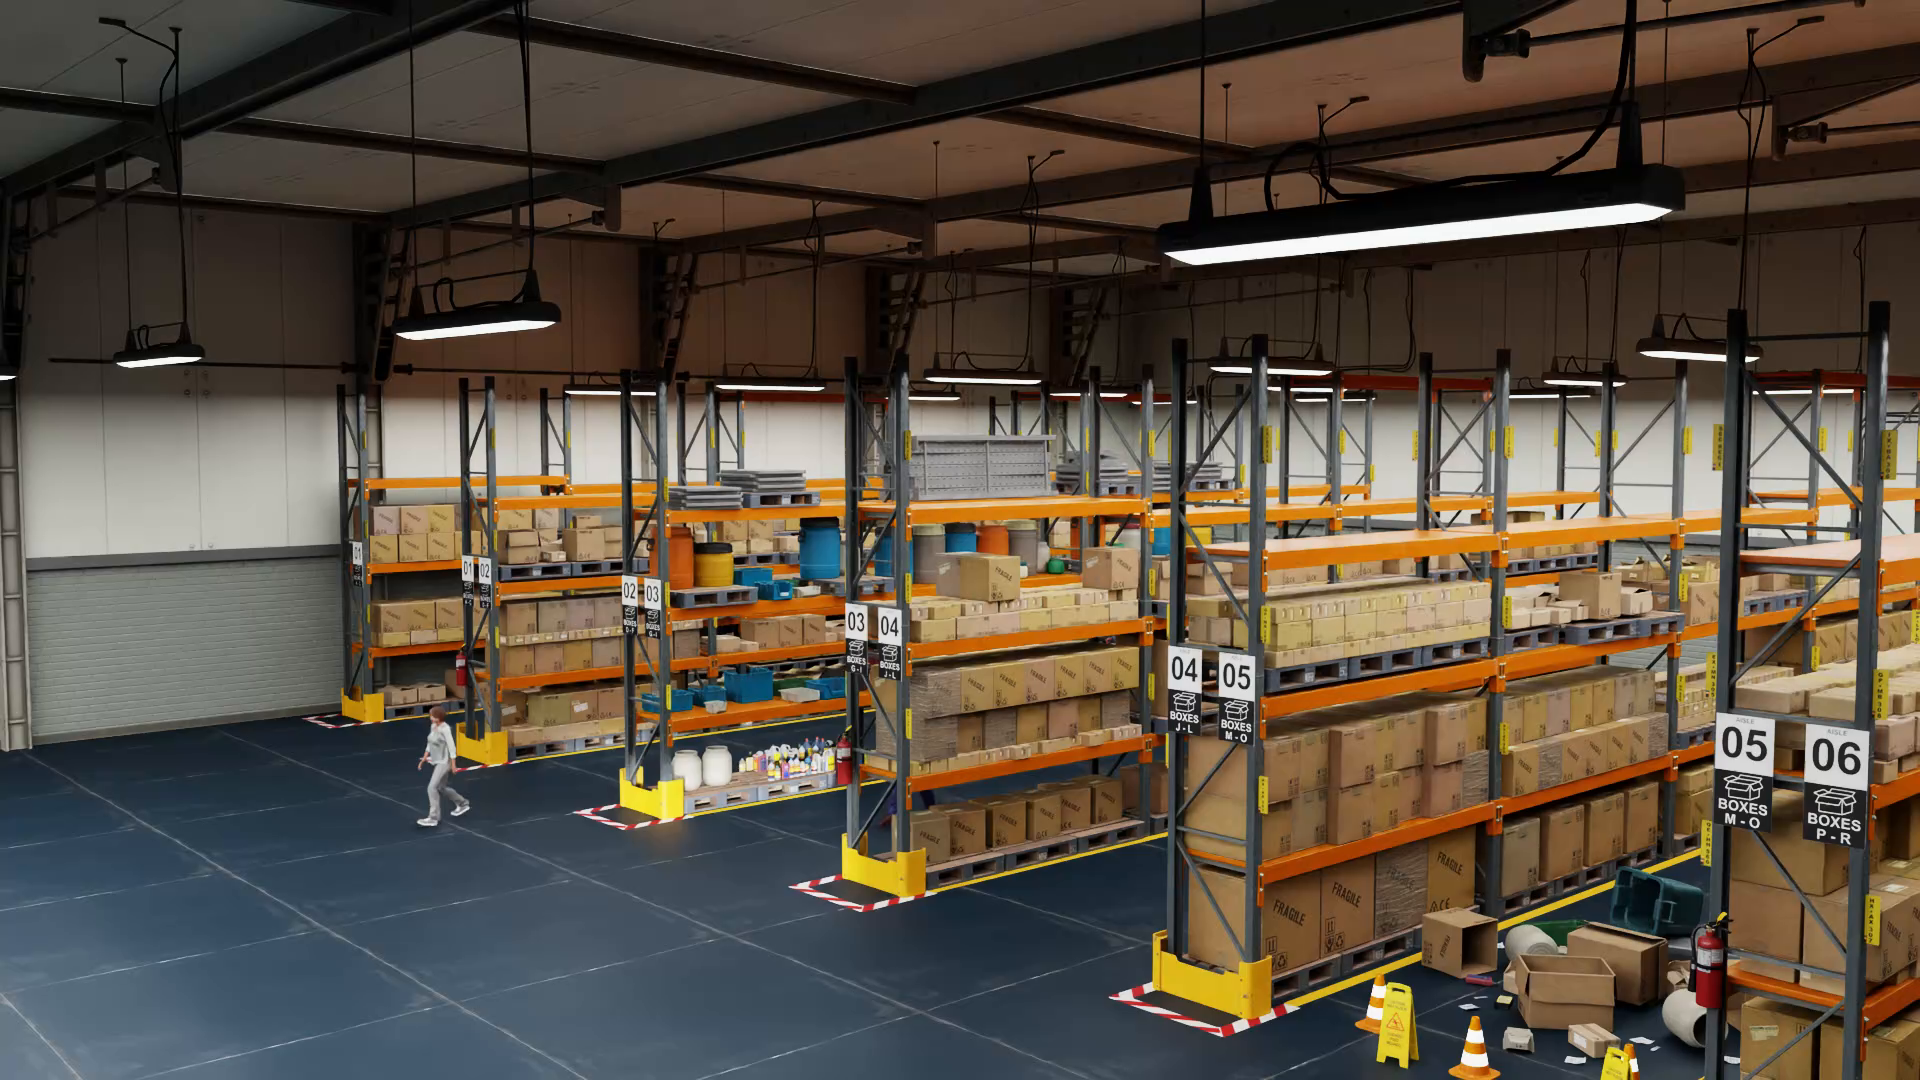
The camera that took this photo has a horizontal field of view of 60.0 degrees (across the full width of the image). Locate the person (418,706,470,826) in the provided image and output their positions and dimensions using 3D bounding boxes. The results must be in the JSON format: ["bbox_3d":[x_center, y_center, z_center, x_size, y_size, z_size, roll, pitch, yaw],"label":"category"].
[{"bbox_3d":[-6.834,2.955,21.962,0.770,1.544,0.449,-2,4,-32],"label":"person"}]

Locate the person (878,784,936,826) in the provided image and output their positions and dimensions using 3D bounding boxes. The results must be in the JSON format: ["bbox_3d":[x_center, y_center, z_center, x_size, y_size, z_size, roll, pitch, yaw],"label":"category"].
[{"bbox_3d":[-0.690,2.912,21.842,0.856,1.607,0.508,-3,5,-40],"label":"person"}]
